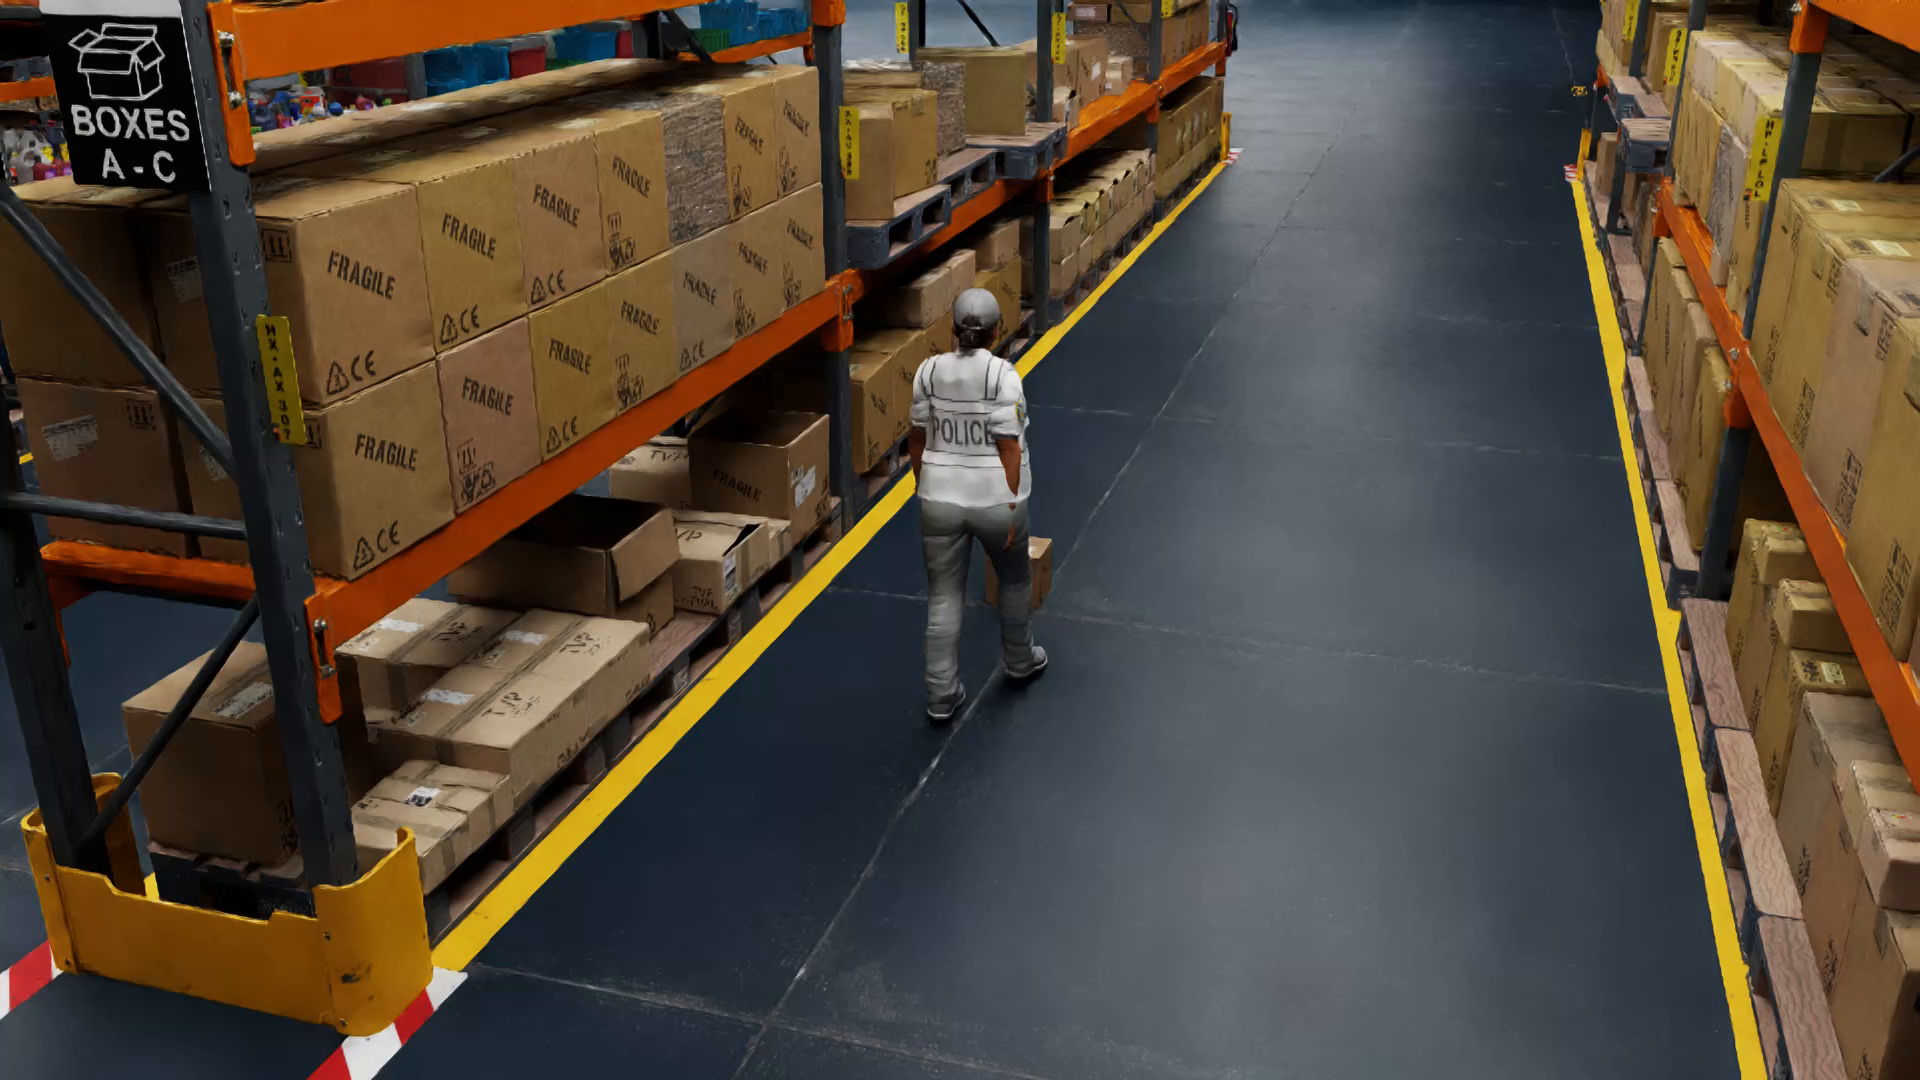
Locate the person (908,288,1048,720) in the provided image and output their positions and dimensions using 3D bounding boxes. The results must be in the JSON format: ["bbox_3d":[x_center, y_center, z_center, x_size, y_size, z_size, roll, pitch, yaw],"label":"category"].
[{"bbox_3d":[0.053,-0.168,6.479,0.506,1.646,0.704,6,23,14],"label":"person"}]
